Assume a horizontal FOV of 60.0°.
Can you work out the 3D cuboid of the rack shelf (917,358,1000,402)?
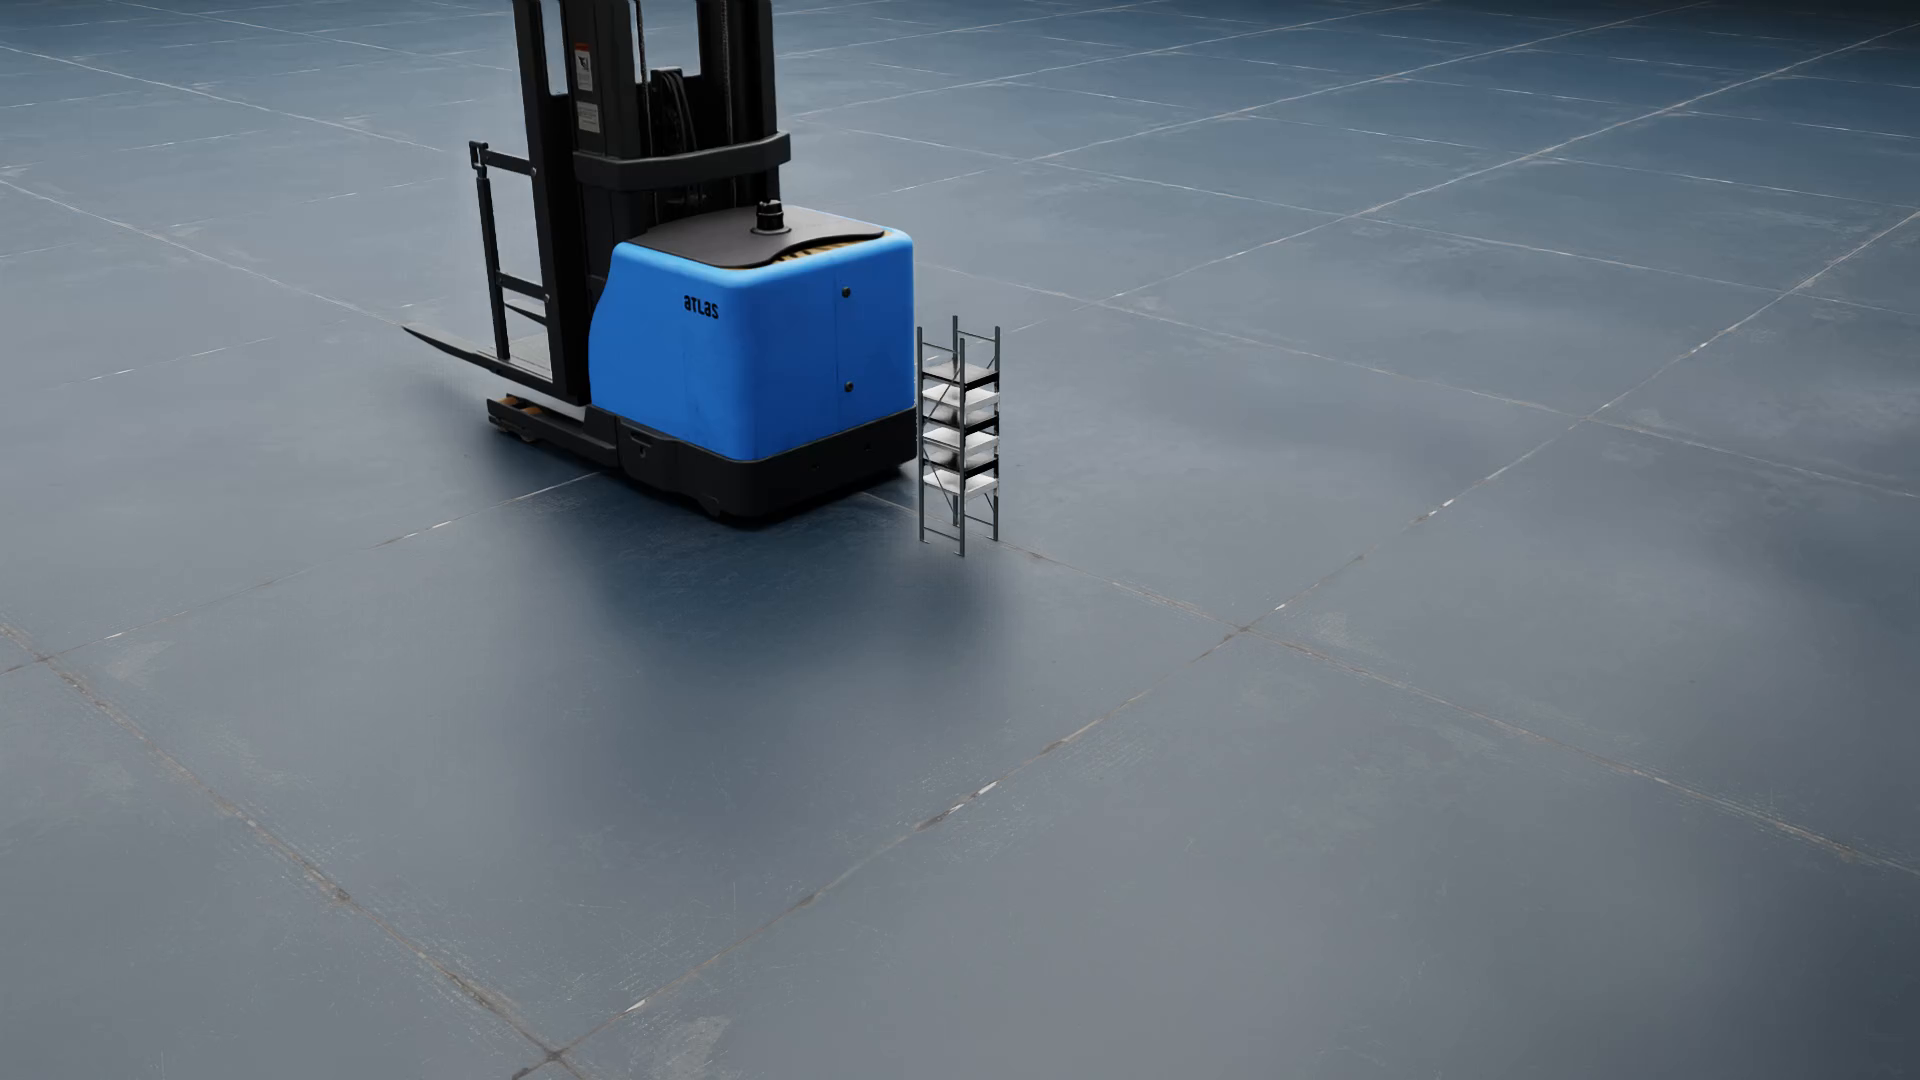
[{"bbox_3d":[-0.005,-0.624,6.464,0.258,0.077,0.200,20,31,38],"label":"rack shelf"}]

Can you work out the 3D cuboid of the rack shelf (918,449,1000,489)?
[{"bbox_3d":[-0.005,-0.296,6.611,0.258,0.077,0.200,20,31,38],"label":"rack shelf"}]

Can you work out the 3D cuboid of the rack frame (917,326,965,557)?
[{"bbox_3d":[-0.073,-0.377,6.491,0.240,0.900,0.006,20,31,38],"label":"rack frame"}]

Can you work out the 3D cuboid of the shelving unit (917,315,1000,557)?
[{"bbox_3d":[-0.005,-0.408,6.560,0.258,0.900,0.210,20,31,38],"label":"shelving unit"}]

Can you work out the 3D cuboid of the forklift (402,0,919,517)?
[{"bbox_3d":[-1.597,-1.930,7.472,3.031,2.935,1.130,21,32,39],"label":"forklift"}]

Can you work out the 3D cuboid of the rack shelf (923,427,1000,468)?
[{"bbox_3d":[-0.005,-0.378,6.574,0.258,0.077,0.200,20,31,38],"label":"rack shelf"}]

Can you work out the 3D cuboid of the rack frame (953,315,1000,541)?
[{"bbox_3d":[0.062,-0.439,6.629,0.240,0.900,0.006,20,31,38],"label":"rack frame"}]

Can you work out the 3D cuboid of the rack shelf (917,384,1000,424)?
[{"bbox_3d":[-0.005,-0.542,6.500,0.258,0.077,0.200,20,31,38],"label":"rack shelf"}]

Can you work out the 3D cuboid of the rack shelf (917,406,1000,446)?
[{"bbox_3d":[-0.005,-0.460,6.537,0.258,0.077,0.200,20,31,38],"label":"rack shelf"}]

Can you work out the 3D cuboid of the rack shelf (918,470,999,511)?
[{"bbox_3d":[-0.005,-0.213,6.648,0.258,0.077,0.200,20,31,38],"label":"rack shelf"}]
